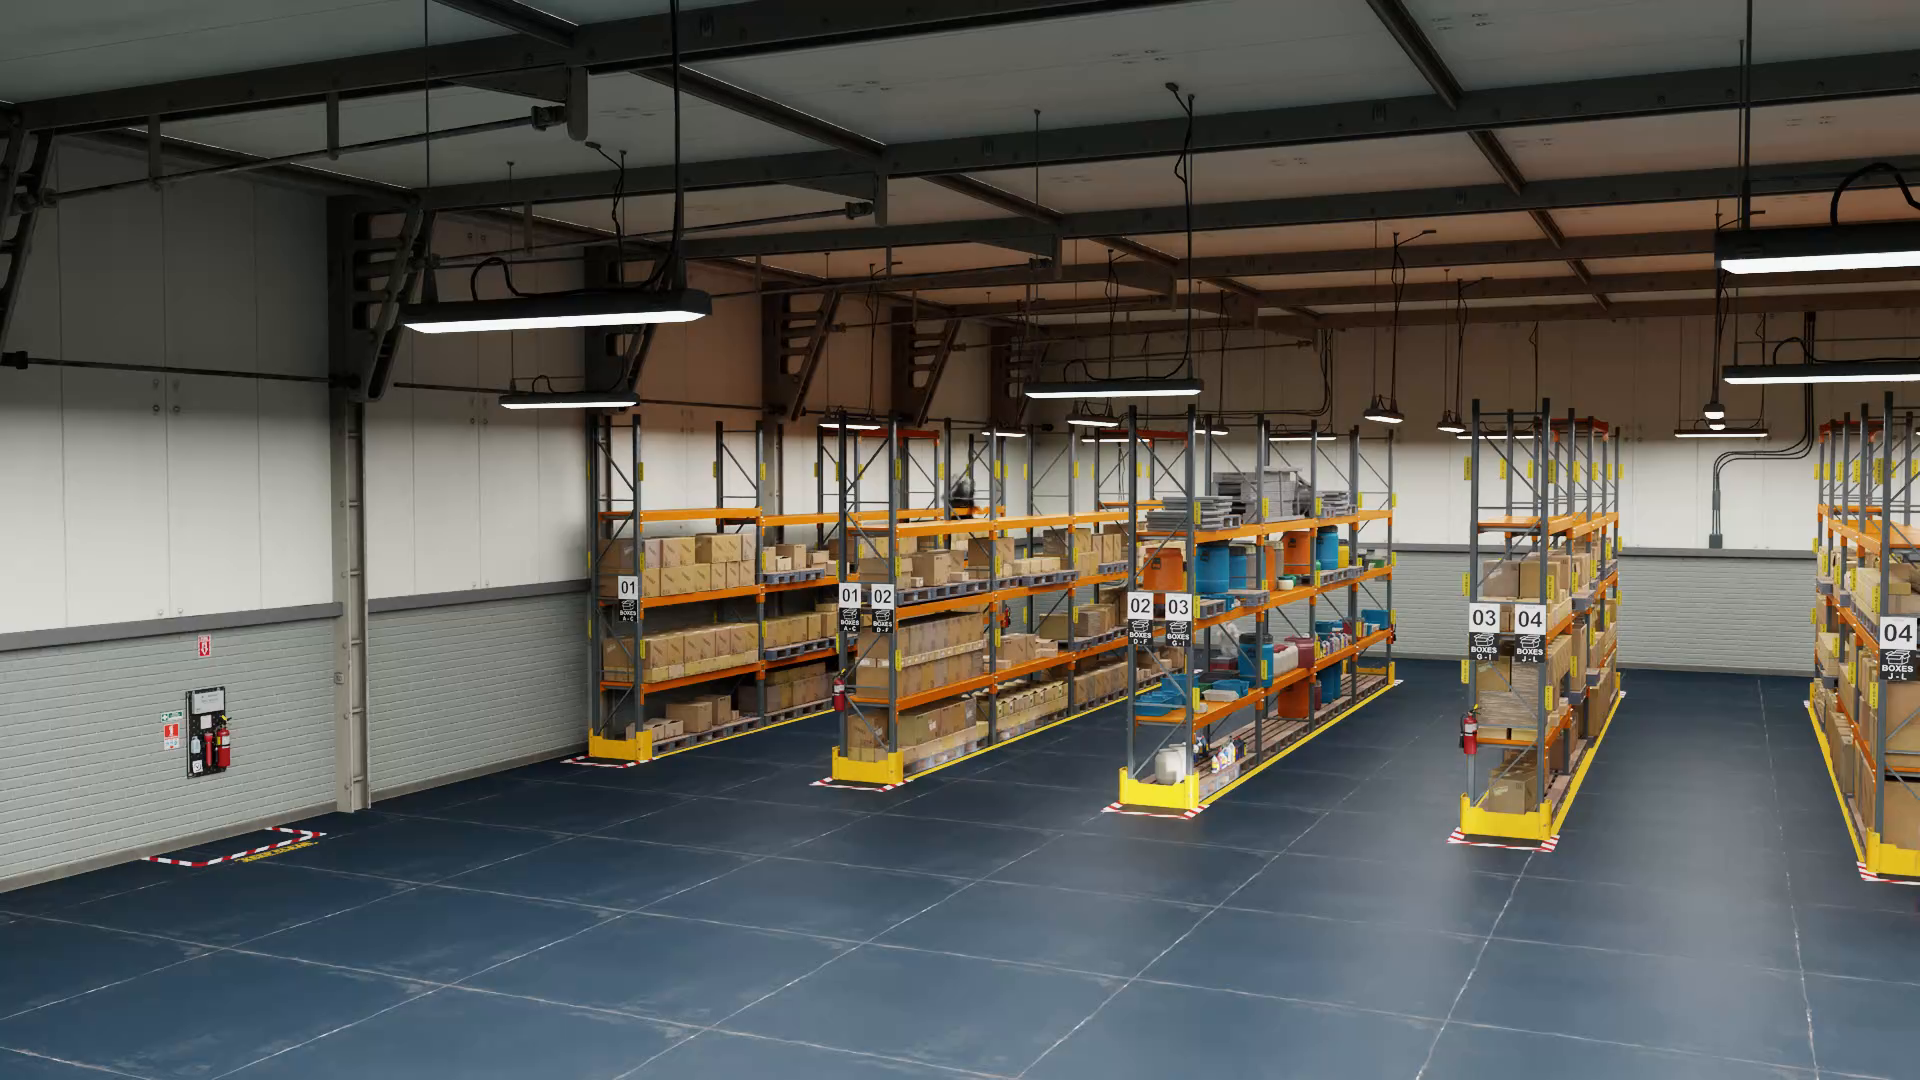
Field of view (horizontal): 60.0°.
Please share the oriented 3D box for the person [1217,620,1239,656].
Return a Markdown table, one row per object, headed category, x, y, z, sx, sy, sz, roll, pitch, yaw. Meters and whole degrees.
| category | x | y | z | sx | sy | sz | roll | pitch | yaw |
| --- | --- | --- | --- | --- | --- | --- | --- | --- | --- |
| person | 6.364 | 2.566 | 39.554 | 0.538 | 1.606 | 0.769 | 1 | 2 | 17 |
